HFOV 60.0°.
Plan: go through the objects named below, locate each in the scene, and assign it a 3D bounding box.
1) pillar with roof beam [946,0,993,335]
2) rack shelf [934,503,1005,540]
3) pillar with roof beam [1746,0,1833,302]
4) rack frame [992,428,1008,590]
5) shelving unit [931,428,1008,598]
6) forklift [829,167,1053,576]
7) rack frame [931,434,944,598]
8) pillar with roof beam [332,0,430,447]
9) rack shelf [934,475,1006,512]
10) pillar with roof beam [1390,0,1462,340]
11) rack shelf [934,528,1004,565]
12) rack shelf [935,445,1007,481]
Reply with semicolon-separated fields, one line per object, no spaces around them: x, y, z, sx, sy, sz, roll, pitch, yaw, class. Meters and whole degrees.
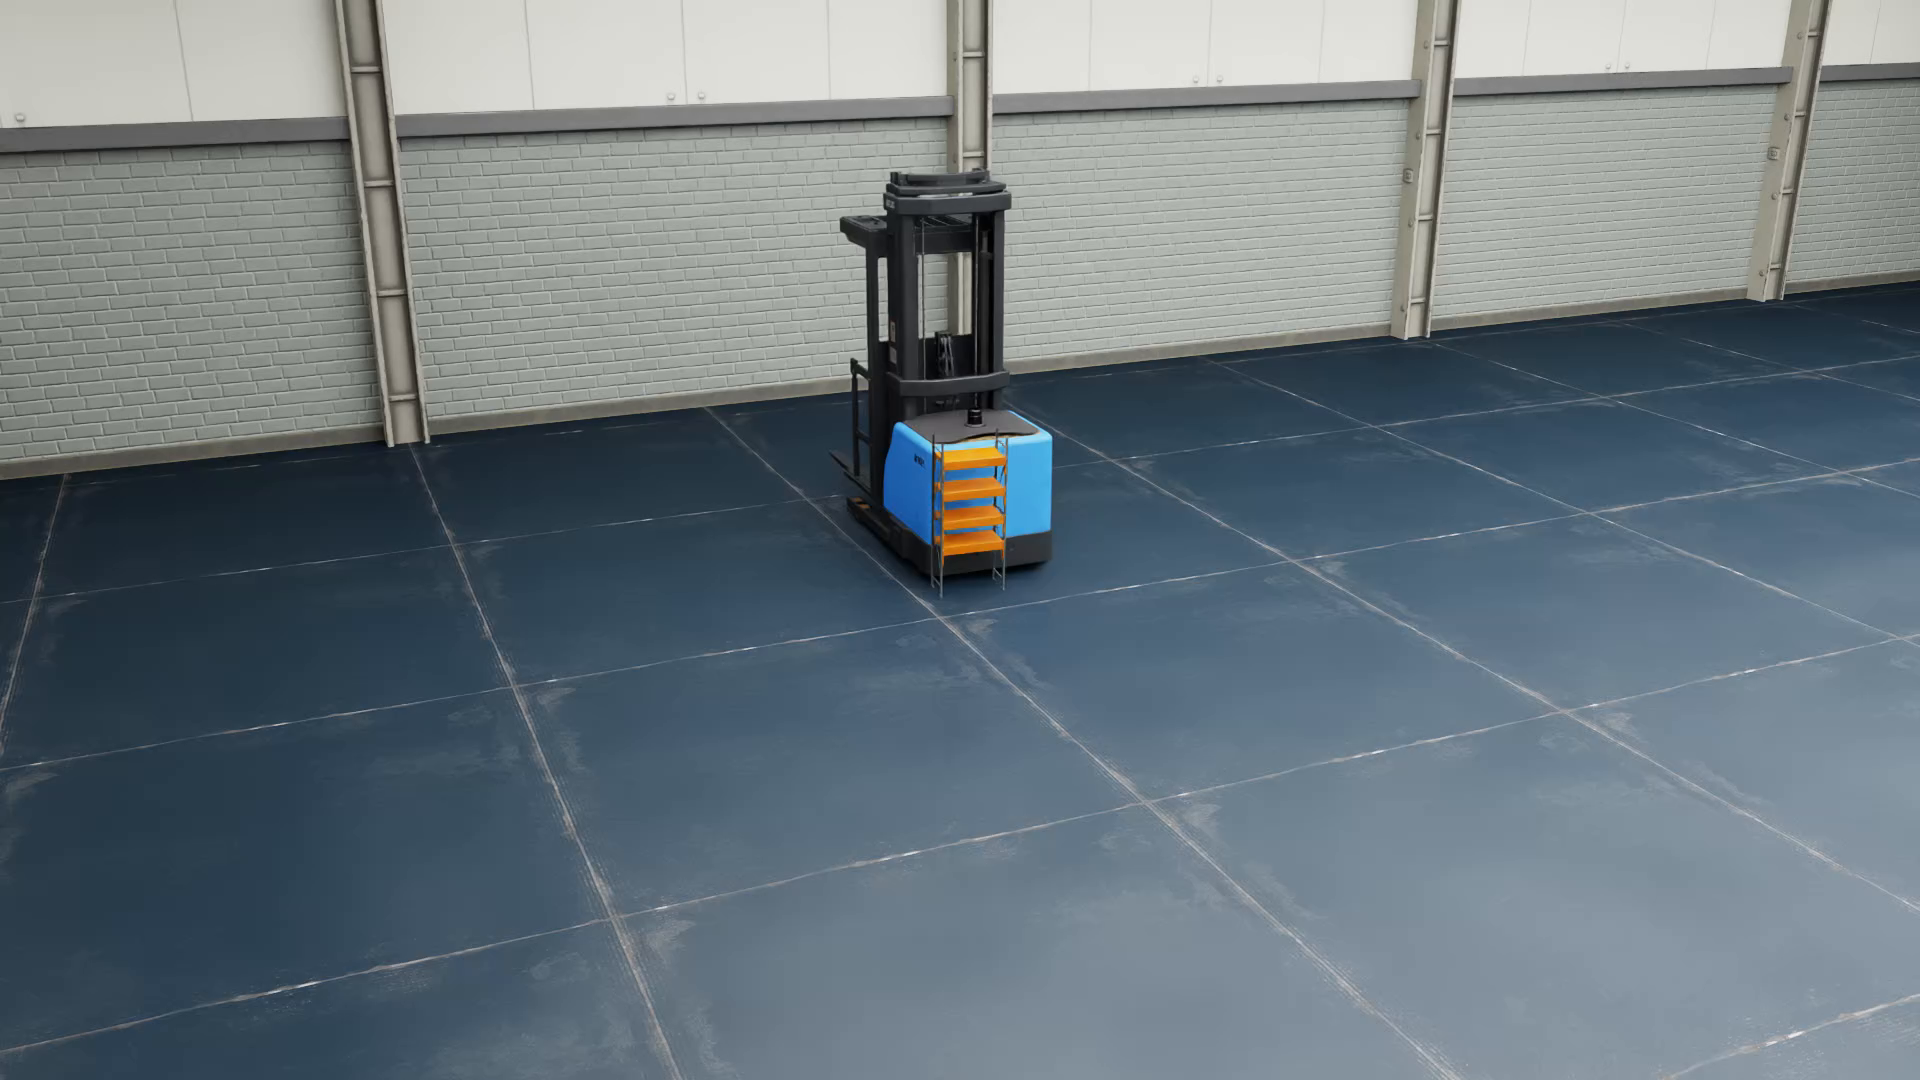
1.806;-4.692;13.298;0.400;9.000;9.100;-8;21;-22;pillar with roof beam
0.064;-0.135;12.284;0.480;0.148;0.258;-6;23;-17;rack shelf
12.825;-6.270;17.781;0.400;9.000;9.100;-8;21;-22;pillar with roof beam
0.297;-0.224;12.332;0.015;1.200;0.240;-6;23;-17;rack frame
0.065;-0.198;12.259;0.503;1.200;0.258;-6;23;-17;shelving unit
-0.310;-1.563;13.548;1.130;2.935;3.031;-8;21;-21;forklift
-0.166;-0.172;12.186;0.015;1.200;0.240;-6;23;-17;rack frame
-3.703;-3.903;11.056;0.400;9.000;9.100;-8;21;-22;pillar with roof beam
0.067;-0.343;12.201;0.480;0.148;0.258;-6;23;-17;rack shelf
7.315;-5.481;15.539;0.400;9.000;9.100;-8;21;-22;pillar with roof beam
0.061;0.049;12.358;0.480;0.148;0.258;-6;23;-17;rack shelf
0.071;-0.562;12.112;0.480;0.148;0.258;-6;23;-17;rack shelf
